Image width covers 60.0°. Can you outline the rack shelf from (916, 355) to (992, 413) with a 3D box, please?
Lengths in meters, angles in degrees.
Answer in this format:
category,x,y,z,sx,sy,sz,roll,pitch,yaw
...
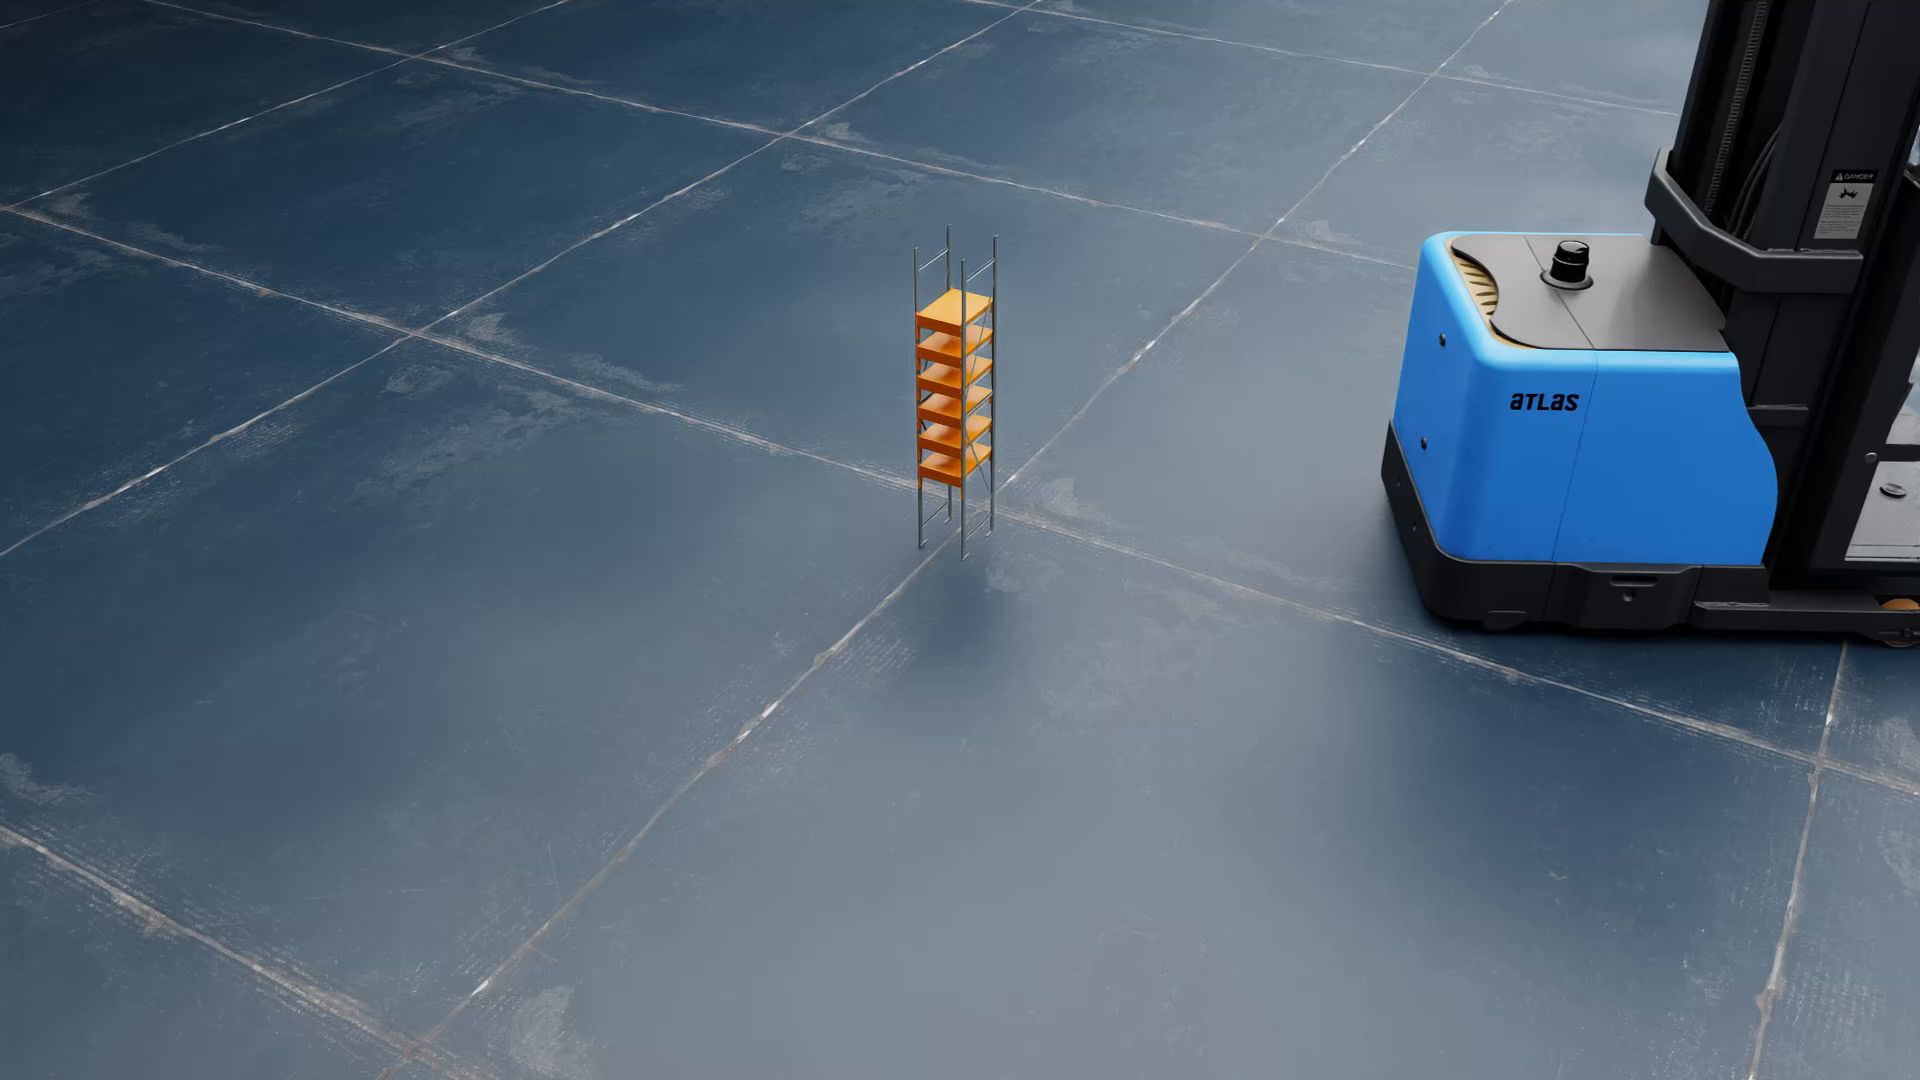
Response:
category,x,y,z,sx,sy,sz,roll,pitch,yaw
rack shelf,-0.013,-0.566,5.882,0.180,0.103,0.258,18,37,24

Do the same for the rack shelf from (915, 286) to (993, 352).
category,x,y,z,sx,sy,sz,roll,pitch,yaw
rack shelf,-0.013,-0.766,5.749,0.180,0.103,0.258,18,37,24

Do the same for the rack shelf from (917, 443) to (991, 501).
category,x,y,z,sx,sy,sz,roll,pitch,yaw
rack shelf,-0.013,-0.267,6.081,0.180,0.103,0.258,18,37,24

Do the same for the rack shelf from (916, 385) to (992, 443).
category,x,y,z,sx,sy,sz,roll,pitch,yaw
rack shelf,-0.013,-0.466,5.948,0.180,0.103,0.258,18,37,24

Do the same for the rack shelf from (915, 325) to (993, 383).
category,x,y,z,sx,sy,sz,roll,pitch,yaw
rack shelf,-0.013,-0.666,5.815,0.180,0.103,0.258,18,37,24

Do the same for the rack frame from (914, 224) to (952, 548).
category,x,y,z,sx,sy,sz,roll,pitch,yaw
rack frame,-0.092,-0.529,5.961,0.006,1.200,0.240,18,37,24

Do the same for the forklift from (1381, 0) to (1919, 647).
category,x,y,z,sx,sy,sz,roll,pitch,yaw
forklift,3.145,-1.151,5.334,3.031,2.935,1.130,1,34,2

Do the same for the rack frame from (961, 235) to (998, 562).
category,x,y,z,sx,sy,sz,roll,pitch,yaw
rack frame,0.067,-0.478,5.886,0.006,1.200,0.240,18,37,24

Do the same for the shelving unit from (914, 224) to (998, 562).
category,x,y,z,sx,sy,sz,roll,pitch,yaw
shelving unit,-0.013,-0.503,5.923,0.189,1.200,0.258,18,37,24

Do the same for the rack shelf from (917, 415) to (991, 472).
category,x,y,z,sx,sy,sz,roll,pitch,yaw
rack shelf,-0.013,-0.367,6.015,0.180,0.103,0.258,18,37,24
